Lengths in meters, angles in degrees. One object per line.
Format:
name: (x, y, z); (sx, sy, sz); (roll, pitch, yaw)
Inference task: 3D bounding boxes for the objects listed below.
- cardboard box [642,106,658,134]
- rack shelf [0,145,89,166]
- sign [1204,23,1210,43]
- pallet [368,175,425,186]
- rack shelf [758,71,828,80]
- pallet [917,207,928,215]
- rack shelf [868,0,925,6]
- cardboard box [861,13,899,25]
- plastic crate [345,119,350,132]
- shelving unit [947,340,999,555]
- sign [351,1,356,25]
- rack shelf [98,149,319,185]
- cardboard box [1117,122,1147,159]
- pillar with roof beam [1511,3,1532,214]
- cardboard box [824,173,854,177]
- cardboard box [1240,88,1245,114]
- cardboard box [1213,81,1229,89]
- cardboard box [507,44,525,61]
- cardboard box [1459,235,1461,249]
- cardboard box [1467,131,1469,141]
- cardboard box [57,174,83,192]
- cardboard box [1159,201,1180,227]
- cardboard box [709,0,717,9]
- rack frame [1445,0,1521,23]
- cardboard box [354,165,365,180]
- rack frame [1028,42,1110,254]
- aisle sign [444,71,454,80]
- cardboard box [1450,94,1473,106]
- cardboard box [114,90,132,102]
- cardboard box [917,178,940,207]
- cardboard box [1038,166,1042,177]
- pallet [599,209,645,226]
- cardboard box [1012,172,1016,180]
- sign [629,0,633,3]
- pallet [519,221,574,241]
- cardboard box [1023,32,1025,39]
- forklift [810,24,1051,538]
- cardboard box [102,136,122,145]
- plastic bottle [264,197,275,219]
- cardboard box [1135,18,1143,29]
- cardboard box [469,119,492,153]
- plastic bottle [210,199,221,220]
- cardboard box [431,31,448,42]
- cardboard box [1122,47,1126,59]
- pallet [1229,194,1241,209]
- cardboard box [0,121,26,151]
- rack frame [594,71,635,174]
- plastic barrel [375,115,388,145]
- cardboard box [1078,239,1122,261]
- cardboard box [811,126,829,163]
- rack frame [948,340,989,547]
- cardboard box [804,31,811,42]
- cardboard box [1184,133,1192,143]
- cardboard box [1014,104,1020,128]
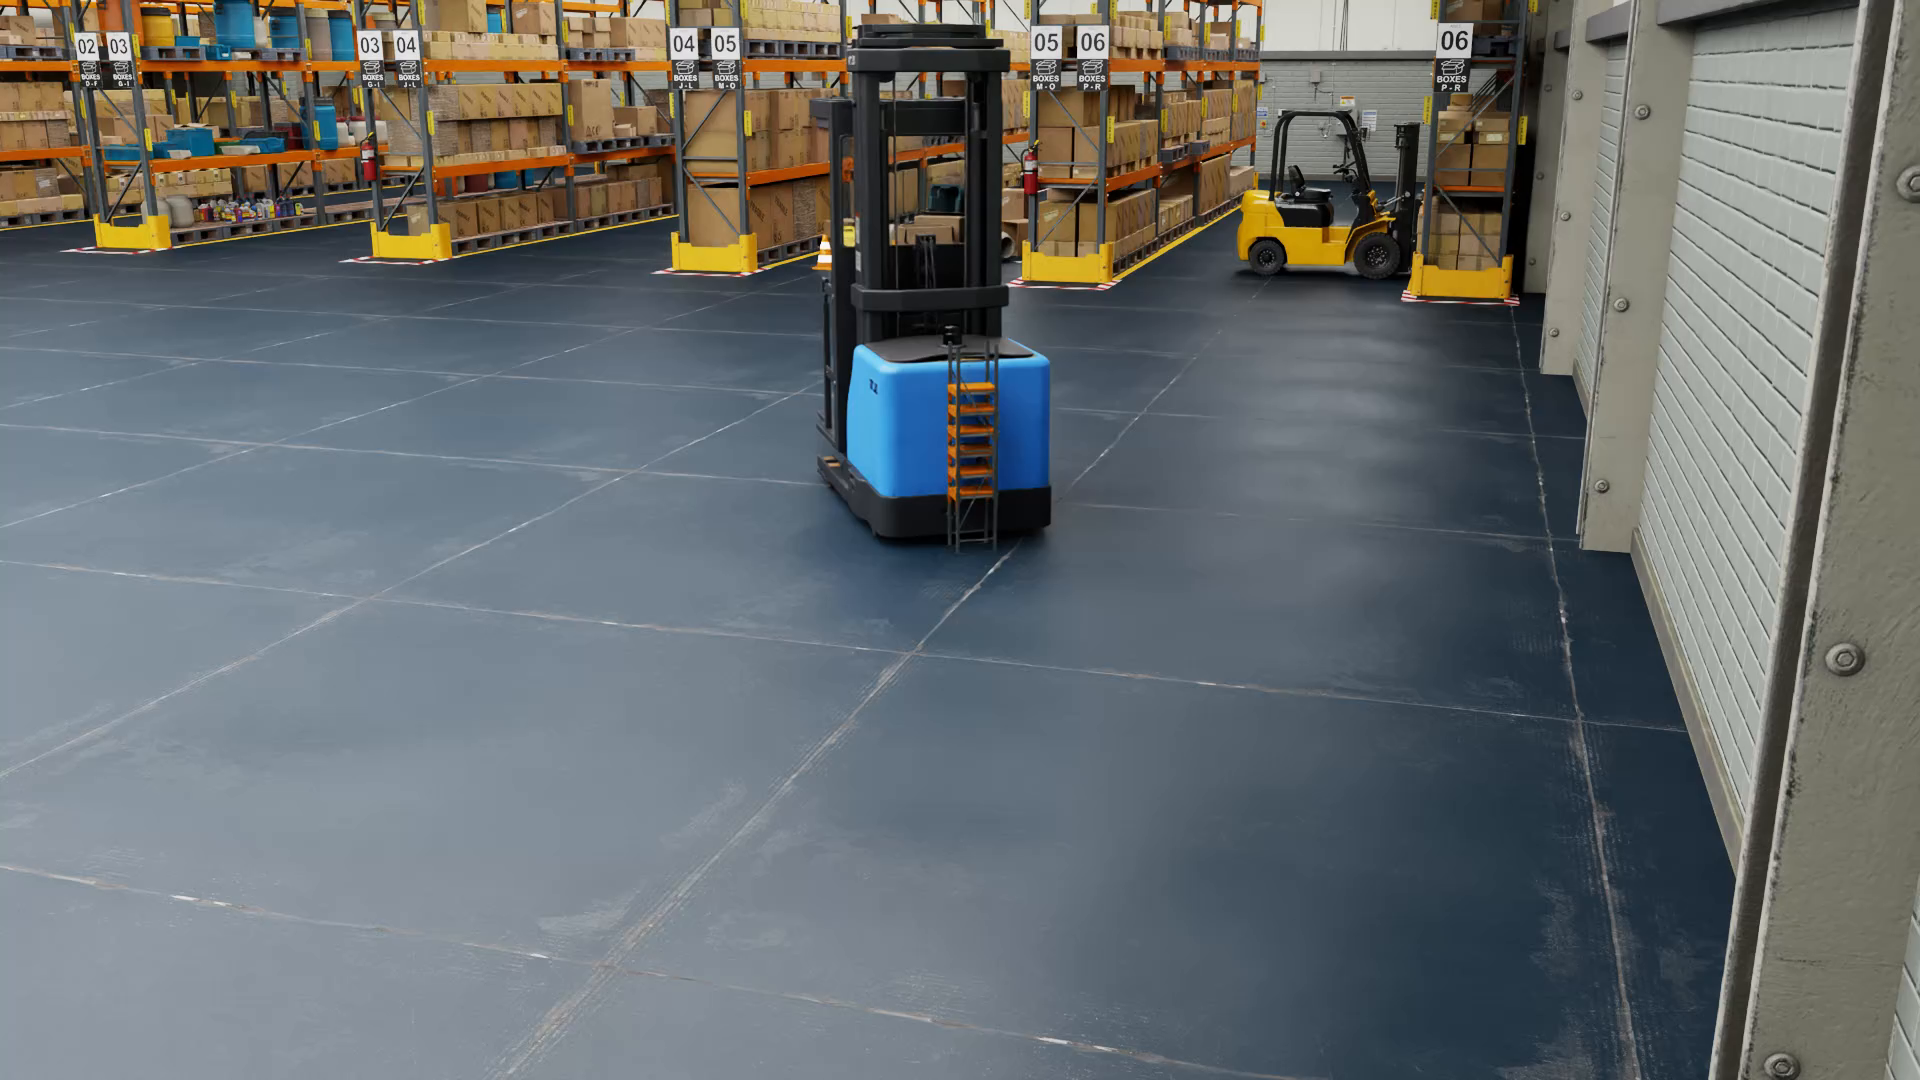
cardboard box: (-5.955, -7.809, 30.910); (0.500, 0.500, 0.500); (3, 16, 9)
rack shelf: (-17.042, -6.556, 28.765); (1.077, 0.370, 4.000); (5, 16, 16)
sign: (4.181, -8.584, 28.150); (0.100, 0.325, 0.005); (5, 16, 16)
pallet: (-13.659, -8.677, 40.034); (1.003, 0.211, 1.213); (5, 16, 16)
rack shelf: (-4.135, -10.370, 36.713); (1.077, 0.370, 4.000); (5, 16, 16)
pallet: (-0.890, -6.155, 31.141); (1.003, 0.211, 1.213); (5, 16, 16)
rack shelf: (-1.681, -9.116, 27.530); (1.077, 0.370, 4.000); (5, 16, 16)
cardboard box: (-1.339, -8.557, 27.867); (0.500, 0.500, 0.500); (5, 16, 16)
plastic crate: (-11.341, -7.719, 31.428); (0.402, 0.464, 0.583); (5, 16, 16)
shelving unit: (0.073, -0.524, 9.476); (0.258, 1.200, 0.189); (-4, 16, -15)
sign: (-8.640, -7.527, 23.751); (0.100, 0.325, 0.005); (5, 16, 16)
rack shelf: (-12.294, -6.171, 27.408); (1.077, 0.370, 4.000); (5, 16, 16)
cardboard box: (2.354, -5.672, 23.602); (0.500, 0.500, 0.500); (5, 17, 17)
pillar with roof beam: (6.493, -10.929, 31.870); (9.100, 9.000, 0.400); (5, 16, 16)
cardboard box: (-1.882, -5.787, 28.087); (1.050, 0.750, 0.750); (5, 16, 16)
cardboard box: (5.472, -8.881, 33.627); (0.500, 0.500, 0.500); (5, 17, 17)
cardboard box: (5.137, -8.885, 32.452); (0.380, 0.149, 0.250); (4, 16, 15)
cardboard box: (-7.154, -7.618, 25.969); (0.500, 0.250, 0.500); (5, 16, 15)
cardboard box: (6.613, -3.816, 21.140); (0.500, 0.250, 0.500); (4, 16, 15)
cardboard box: (6.236, -5.126, 21.034); (0.380, 0.149, 0.250); (5, 16, 15)
cardboard box: (-16.633, -6.703, 31.205); (0.500, 0.311, 0.500); (5, 16, 16)
cardboard box: (3.069, -5.334, 27.182); (0.950, 0.372, 0.625); (5, 17, 18)
cardboard box: (-3.544, -7.334, 22.740); (0.380, 0.149, 0.250); (5, 17, 16)
rack frame: (6.145, -7.344, 19.230); (0.949, 2.616, 0.053); (5, 16, 16)
cardboard box: (-13.873, -8.530, 38.526); (0.500, 0.311, 0.500); (5, 16, 16)
rack frame: (1.388, -4.841, 21.401); (1.000, 3.000, 0.127); (5, 16, 16)
aisle sign: (-12.750, -11.810, 41.205); (0.394, 0.787, 0.004); (5, 16, 16)
cardboard box: (9.882, -8.585, 32.955); (0.500, 0.500, 0.500); (5, 17, 17)
cardboard box: (-19.137, -10.055, 37.642); (0.500, 0.250, 0.500); (5, 17, 17)
cardboard box: (-0.667, -6.457, 30.907); (0.500, 0.500, 0.500); (4, 16, 14)
cardboard box: (1.255, -4.910, 22.103); (0.380, 0.149, 0.250); (4, 16, 15)
pallet: (-6.412, -5.839, 30.028); (1.003, 0.211, 1.213); (5, 16, 16)
cardboard box: (1.003, -7.926, 36.185); (0.380, 0.149, 0.250); (5, 17, 17)
sign: (-7.783, -12.872, 39.313); (0.100, 0.325, 0.005); (5, 16, 16)
pallet: (-7.133, -5.136, 27.552); (1.003, 0.211, 1.213); (5, 16, 16)
cardboard box: (1.204, -11.020, 36.315); (0.380, 0.149, 0.250); (5, 17, 17)
forklift: (-0.336, -1.783, 10.742); (1.130, 2.935, 3.031); (-4, 16, -15)
cardboard box: (-16.026, -7.521, 31.308); (0.380, 0.149, 0.250); (5, 16, 16)
plastic bottle: (-11.778, -5.652, 28.308); (0.144, 0.351, 0.185); (5, 16, 16)
cardboard box: (2.295, -7.081, 22.799); (0.380, 0.149, 0.250); (5, 17, 17)
cardboard box: (-7.720, -6.210, 25.500); (0.875, 0.500, 0.500); (5, 16, 16)
plastic bottle: (-12.580, -5.589, 28.087); (0.144, 0.351, 0.185); (5, 17, 18)
cardboard box: (-7.647, -7.287, 24.071); (0.380, 0.149, 0.250); (5, 17, 17)
cardboard box: (2.009, -6.504, 22.226); (0.380, 0.149, 0.250); (4, 16, 14)
pallet: (5.089, -6.832, 33.530); (1.003, 0.211, 1.213); (5, 16, 16)
cardboard box: (-16.883, -7.088, 29.137); (0.700, 0.500, 0.500); (5, 17, 17)
rack frame: (-8.315, -10.180, 40.223); (1.000, 3.000, 0.127); (5, 16, 16)
plastic barrel: (-10.912, -7.644, 31.034); (0.433, 0.535, 0.433); (0, 16, 0)
cardboard box: (1.883, -3.910, 22.388); (0.500, 0.250, 0.500); (4, 16, 15)
cardboard box: (-2.478, -6.074, 25.473); (0.875, 0.550, 0.550); (5, 16, 16)
rack frame: (0.049, -0.548, 9.561); (0.240, 1.200, 0.006); (-4, 16, -15)
cardboard box: (-2.407, -7.364, 24.306); (0.380, 0.149, 0.250); (4, 16, 15)
cardboard box: (3.615, -6.628, 27.391); (0.380, 0.149, 0.250); (5, 17, 17)
cardboard box: (0.993, -9.171, 35.937); (0.500, 0.500, 0.500); (5, 16, 16)
